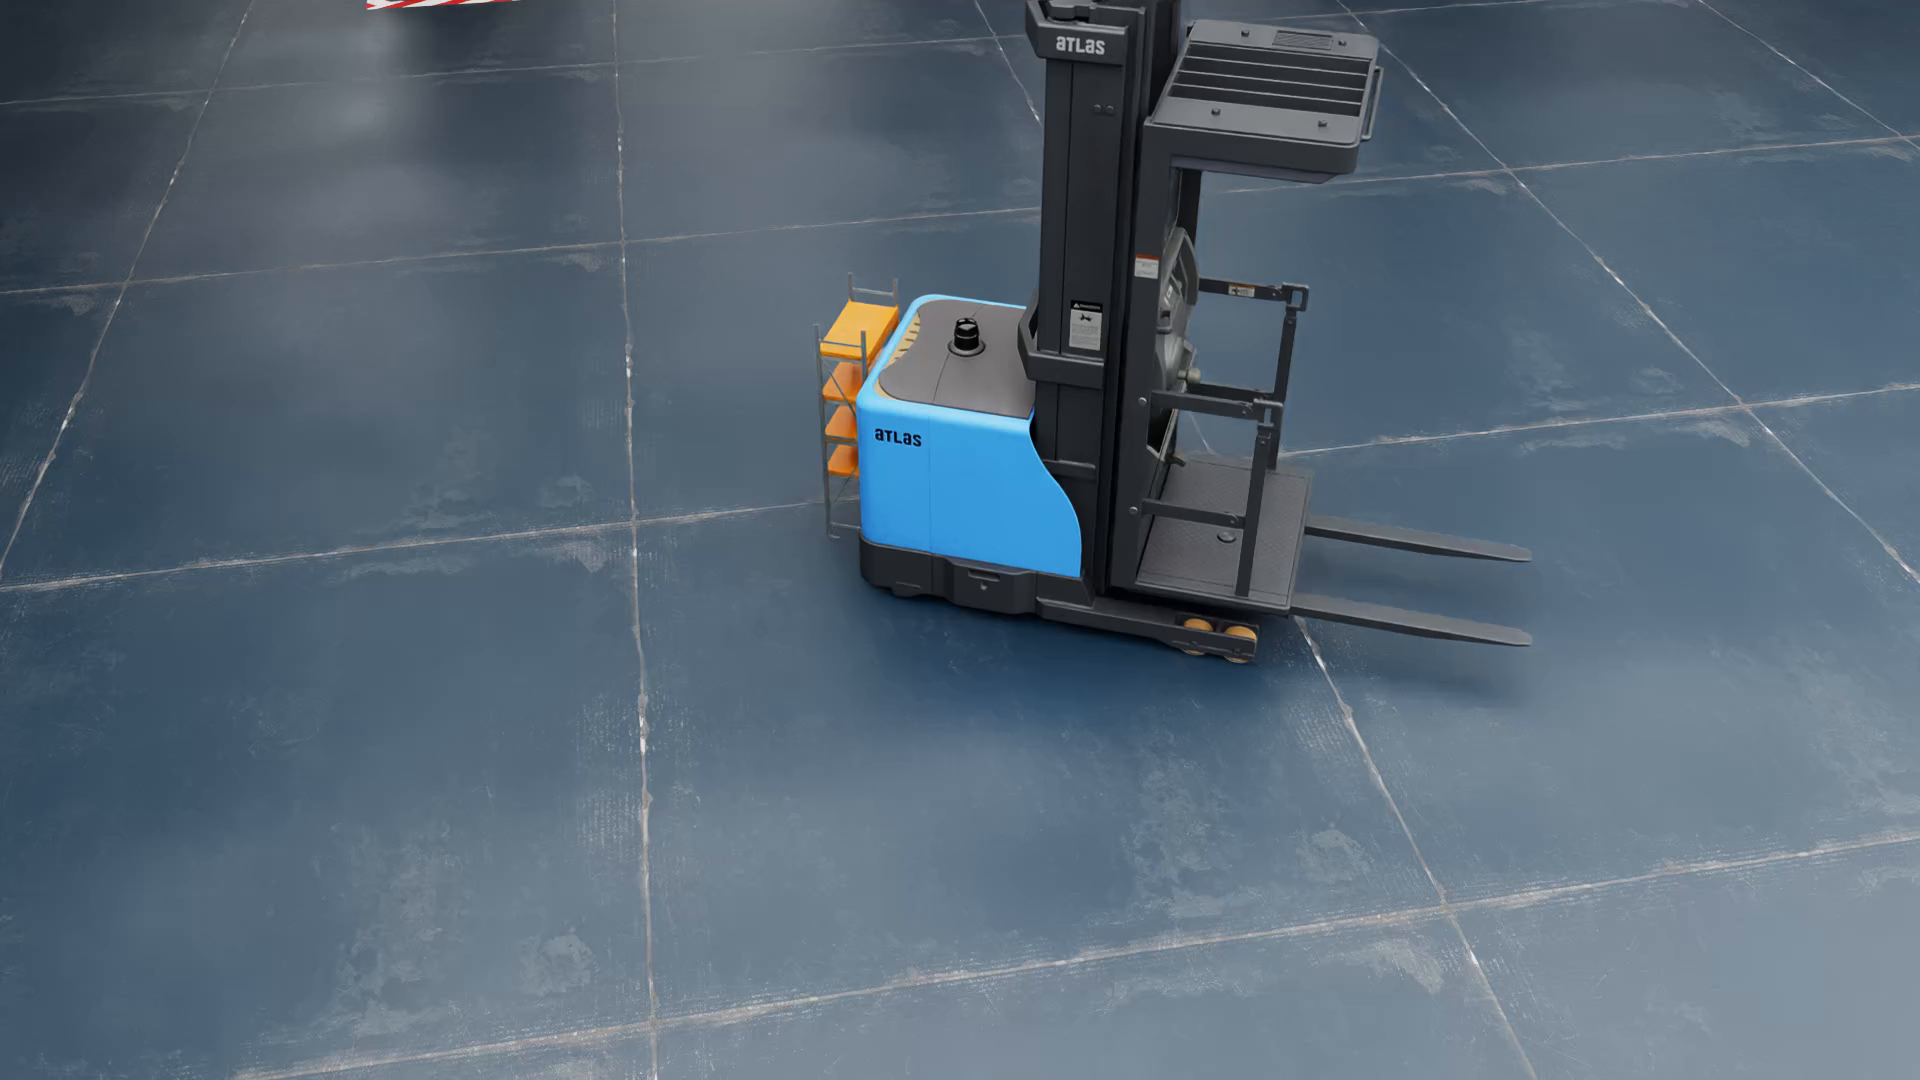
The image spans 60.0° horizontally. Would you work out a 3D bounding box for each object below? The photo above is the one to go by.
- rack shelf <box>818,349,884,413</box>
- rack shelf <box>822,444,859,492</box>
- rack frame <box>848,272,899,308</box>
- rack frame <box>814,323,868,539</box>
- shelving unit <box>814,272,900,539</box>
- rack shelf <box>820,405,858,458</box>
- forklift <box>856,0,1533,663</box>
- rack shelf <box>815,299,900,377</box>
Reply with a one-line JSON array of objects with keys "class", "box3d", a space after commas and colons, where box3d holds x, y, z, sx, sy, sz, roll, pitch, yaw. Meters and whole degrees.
[{"class": "rack shelf", "box3d": [-0.471, -0.740, 7.869, 0.258, 0.148, 0.480, 10, 39, 12]}, {"class": "rack shelf", "box3d": [-0.471, -0.406, 8.128, 0.258, 0.148, 0.480, 10, 39, 12]}, {"class": "rack frame", "box3d": [-0.407, -0.761, 8.151, 0.240, 1.200, 0.015, 10, 39, 12]}, {"class": "rack frame", "box3d": [-0.536, -0.472, 7.779, 0.240, 1.200, 0.015, 10, 39, 12]}, {"class": "shelving unit", "box3d": [-0.471, -0.616, 7.965, 0.258, 1.200, 0.503, 10, 39, 12]}, {"class": "rack shelf", "box3d": [-0.471, -0.563, 8.006, 0.258, 0.148, 0.480, 10, 39, 12]}, {"class": "forklift", "box3d": [1.106, -0.971, 7.011, 3.031, 2.935, 1.130, 10, 39, 12]}, {"class": "rack shelf", "box3d": [-0.472, -0.927, 7.724, 0.258, 0.148, 0.480, 10, 39, 12]}]
